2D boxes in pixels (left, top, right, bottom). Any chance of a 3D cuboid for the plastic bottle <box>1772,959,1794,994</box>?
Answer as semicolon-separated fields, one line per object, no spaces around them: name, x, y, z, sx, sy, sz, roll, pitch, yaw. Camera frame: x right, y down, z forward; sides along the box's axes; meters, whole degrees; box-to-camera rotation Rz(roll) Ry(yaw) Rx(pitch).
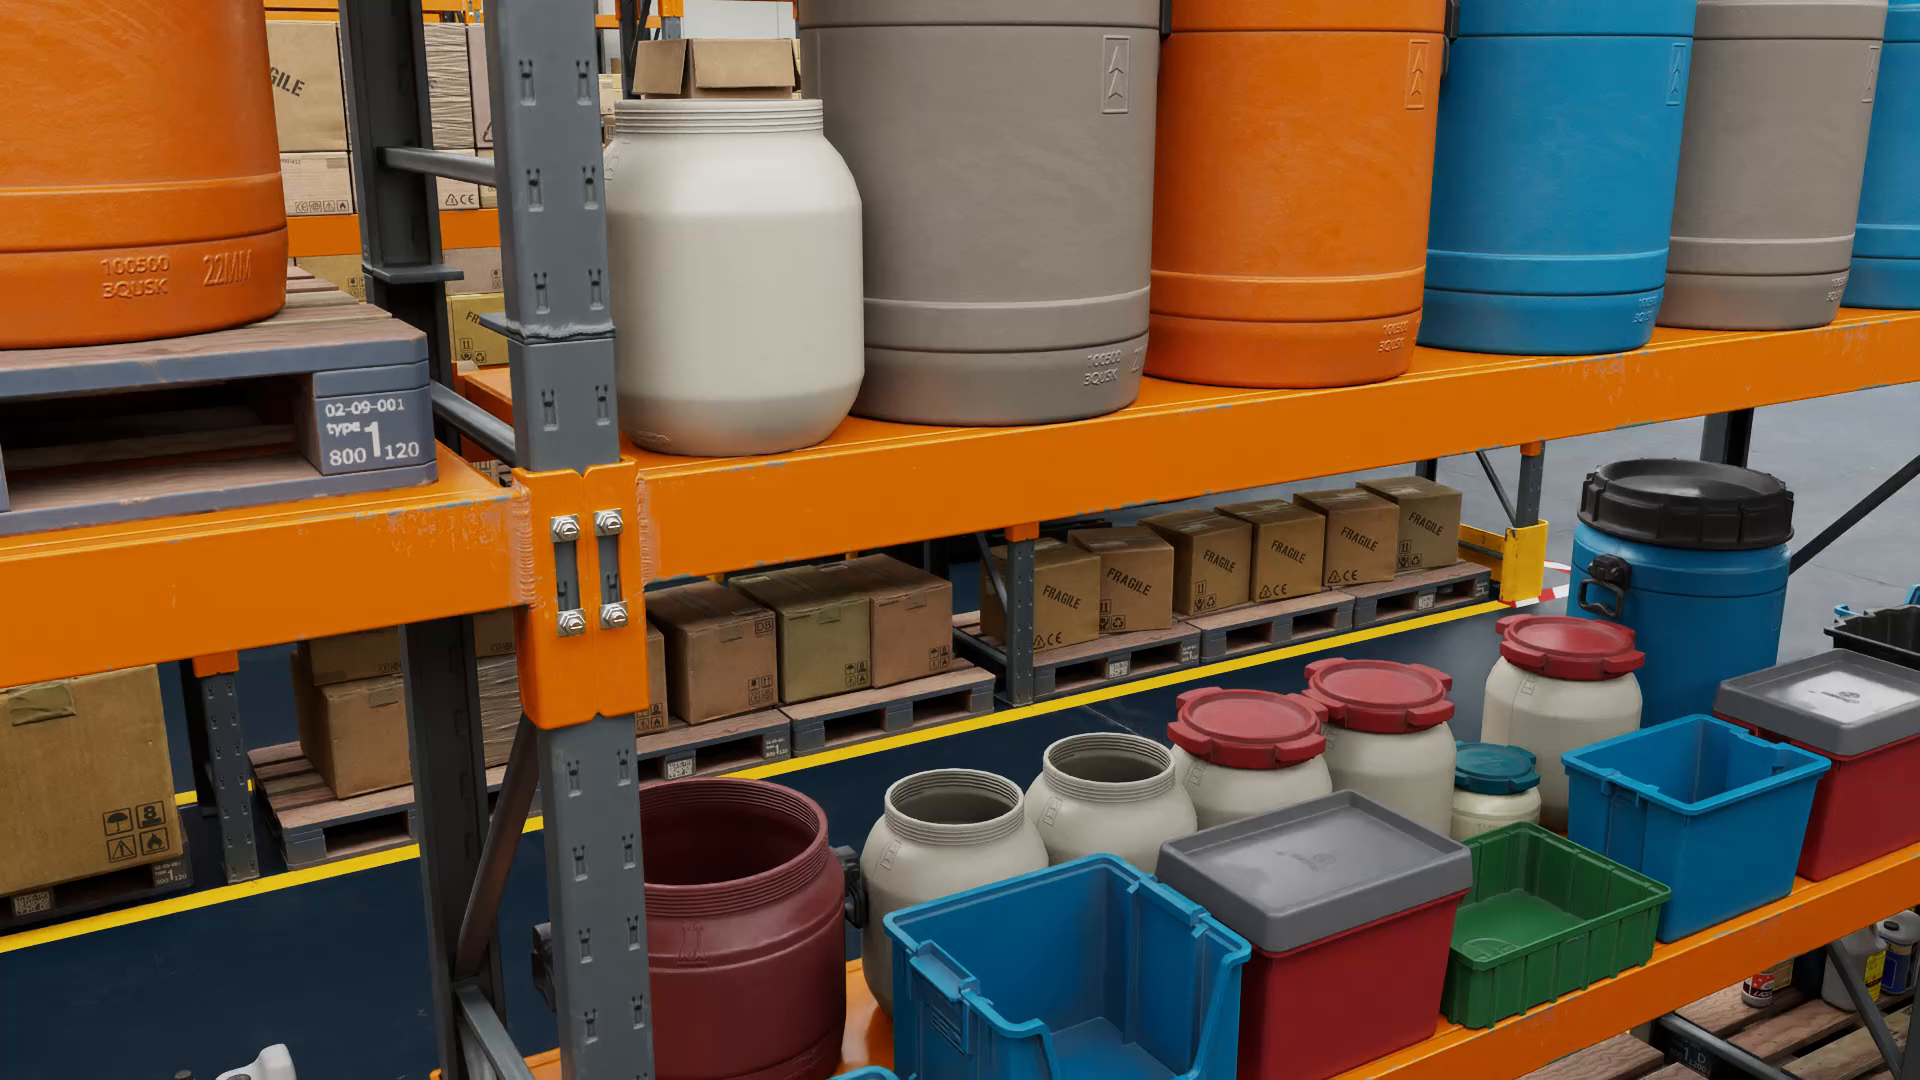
plastic bottle;2.887;1.457;5.874;0.133;0.283;0.061;-8;18;-27

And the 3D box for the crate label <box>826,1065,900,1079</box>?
crate label;-0.230;1.168;2.994;0.416;0.233;0.303;-9;18;-30

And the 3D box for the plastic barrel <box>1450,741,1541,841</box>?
plastic barrel;1.431;0.719;4.545;0.301;0.262;0.301;0;16;0

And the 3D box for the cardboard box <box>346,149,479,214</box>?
cardboard box;-2.361;-1.536;7.053;0.500;0.250;0.500;-9;18;-28

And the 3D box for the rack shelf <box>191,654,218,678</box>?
rack shelf;-5.049;0.538;6.266;4.000;0.370;1.077;-9;18;-30

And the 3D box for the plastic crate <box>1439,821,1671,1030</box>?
plastic crate;1.297;0.913;3.988;0.662;0.188;0.450;-9;18;-30

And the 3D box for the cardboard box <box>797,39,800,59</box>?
cardboard box;-1.234;-3.840;13.018;0.250;0.149;0.380;-10;18;-31

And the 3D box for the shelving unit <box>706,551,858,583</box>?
shelving unit;-1.330;-0.562;11.637;1.083;1.500;0.587;-8;17;-25

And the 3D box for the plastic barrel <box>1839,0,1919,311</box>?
plastic barrel;2.321;-1.061;4.152;0.708;0.901;0.600;-9;18;-30

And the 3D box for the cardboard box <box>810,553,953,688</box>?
cardboard box;-0.444;0.430;9.135;0.500;0.500;0.700;-11;19;-34

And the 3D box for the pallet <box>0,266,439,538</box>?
pallet;-1.490;-0.210;2.394;1.213;0.211;1.003;-9;18;-30

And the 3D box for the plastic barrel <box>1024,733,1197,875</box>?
plastic barrel;0.349;0.755;3.952;0.421;0.512;0.421;0;16;0

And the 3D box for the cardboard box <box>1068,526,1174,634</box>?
cardboard box;0.944;0.231;9.880;0.500;0.500;0.500;-3;16;-12

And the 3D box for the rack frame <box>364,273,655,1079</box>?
rack frame;-0.784;1.060;3.072;0.127;3.000;1.000;-9;18;-30

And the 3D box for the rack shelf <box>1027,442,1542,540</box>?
rack shelf;1.808;-0.574;10.233;4.000;0.370;1.077;-9;18;-30

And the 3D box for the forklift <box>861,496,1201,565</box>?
forklift;0.563;-1.487;12.285;3.031;2.935;1.130;-8;17;-25

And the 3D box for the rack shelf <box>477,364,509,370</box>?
rack shelf;-4.088;-1.180;12.393;4.000;0.370;1.077;-9;18;-30

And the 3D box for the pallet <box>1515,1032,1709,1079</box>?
pallet;1.992;1.964;5.011;1.213;0.211;1.003;-9;18;-30

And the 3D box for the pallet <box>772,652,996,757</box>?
pallet;-0.573;0.809;9.133;1.213;0.211;1.003;-9;18;-30

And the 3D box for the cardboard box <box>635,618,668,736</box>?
cardboard box;-1.820;0.647;8.359;0.500;0.500;0.700;-8;17;-25

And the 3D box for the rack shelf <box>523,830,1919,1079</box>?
rack shelf;0.930;1.128;4.161;4.000;0.370;1.077;-9;18;-30

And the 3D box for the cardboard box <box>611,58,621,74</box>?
cardboard box;-4.394;-6.264;22.493;0.500;0.500;0.500;-9;18;-28

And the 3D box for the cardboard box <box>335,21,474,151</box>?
cardboard box;-2.363;-1.895;6.944;0.500;0.500;0.500;-9;18;-29

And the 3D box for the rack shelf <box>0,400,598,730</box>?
rack shelf;-2.498;0.240;1.773;4.000;0.370;1.077;-9;18;-30

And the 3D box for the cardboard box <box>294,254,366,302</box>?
cardboard box;-4.541;-1.980;11.878;0.500;0.500;0.700;-10;18;-31

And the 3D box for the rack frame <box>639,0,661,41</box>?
rack frame;-4.141;-7.528;22.592;0.127;3.000;1.000;-9;18;-30

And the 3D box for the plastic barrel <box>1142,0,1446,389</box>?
plastic barrel;0.592;-0.746;3.162;0.708;0.830;0.600;-9;18;-30

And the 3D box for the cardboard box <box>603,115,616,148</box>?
cardboard box;-1.462;-1.893;7.701;0.250;0.166;0.380;-10;18;-31

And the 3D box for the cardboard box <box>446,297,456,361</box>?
cardboard box;-3.984;-1.506;12.040;0.500;0.500;0.500;-9;18;-30

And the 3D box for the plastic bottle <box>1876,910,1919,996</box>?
plastic bottle;3.311;1.451;5.907;0.135;0.276;0.152;-9;18;-30

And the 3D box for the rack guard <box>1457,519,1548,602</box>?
rack guard;3.458;0.016;11.427;0.348;0.500;1.175;-9;18;-30

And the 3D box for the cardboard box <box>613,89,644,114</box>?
cardboard box;-3.618;-4.589;17.392;0.500;0.250;0.500;-9;18;-29

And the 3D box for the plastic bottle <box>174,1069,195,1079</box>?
plastic bottle;-1.435;1.117;3.107;0.097;0.271;0.097;0;16;0

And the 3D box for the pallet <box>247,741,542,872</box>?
pallet;-2.664;1.148;7.923;1.213;0.211;1.003;-9;18;-30

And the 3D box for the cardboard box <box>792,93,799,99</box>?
cardboard box;-1.451;-3.420;12.999;0.250;0.149;0.380;-9;18;-30

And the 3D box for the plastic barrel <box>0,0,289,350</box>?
plastic barrel;-1.272;-0.715;2.274;0.708;0.830;0.600;-9;18;-30

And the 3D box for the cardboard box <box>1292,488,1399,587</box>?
cardboard box;2.484;-0.023;10.788;0.500;0.500;0.500;-4;16;-15

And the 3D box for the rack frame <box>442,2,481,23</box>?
rack frame;-5.010;-5.824;16.514;0.127;3.000;1.000;-9;18;-30

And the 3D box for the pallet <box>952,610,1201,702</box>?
pallet;0.651;0.599;9.882;1.213;0.211;1.003;-9;18;-30
